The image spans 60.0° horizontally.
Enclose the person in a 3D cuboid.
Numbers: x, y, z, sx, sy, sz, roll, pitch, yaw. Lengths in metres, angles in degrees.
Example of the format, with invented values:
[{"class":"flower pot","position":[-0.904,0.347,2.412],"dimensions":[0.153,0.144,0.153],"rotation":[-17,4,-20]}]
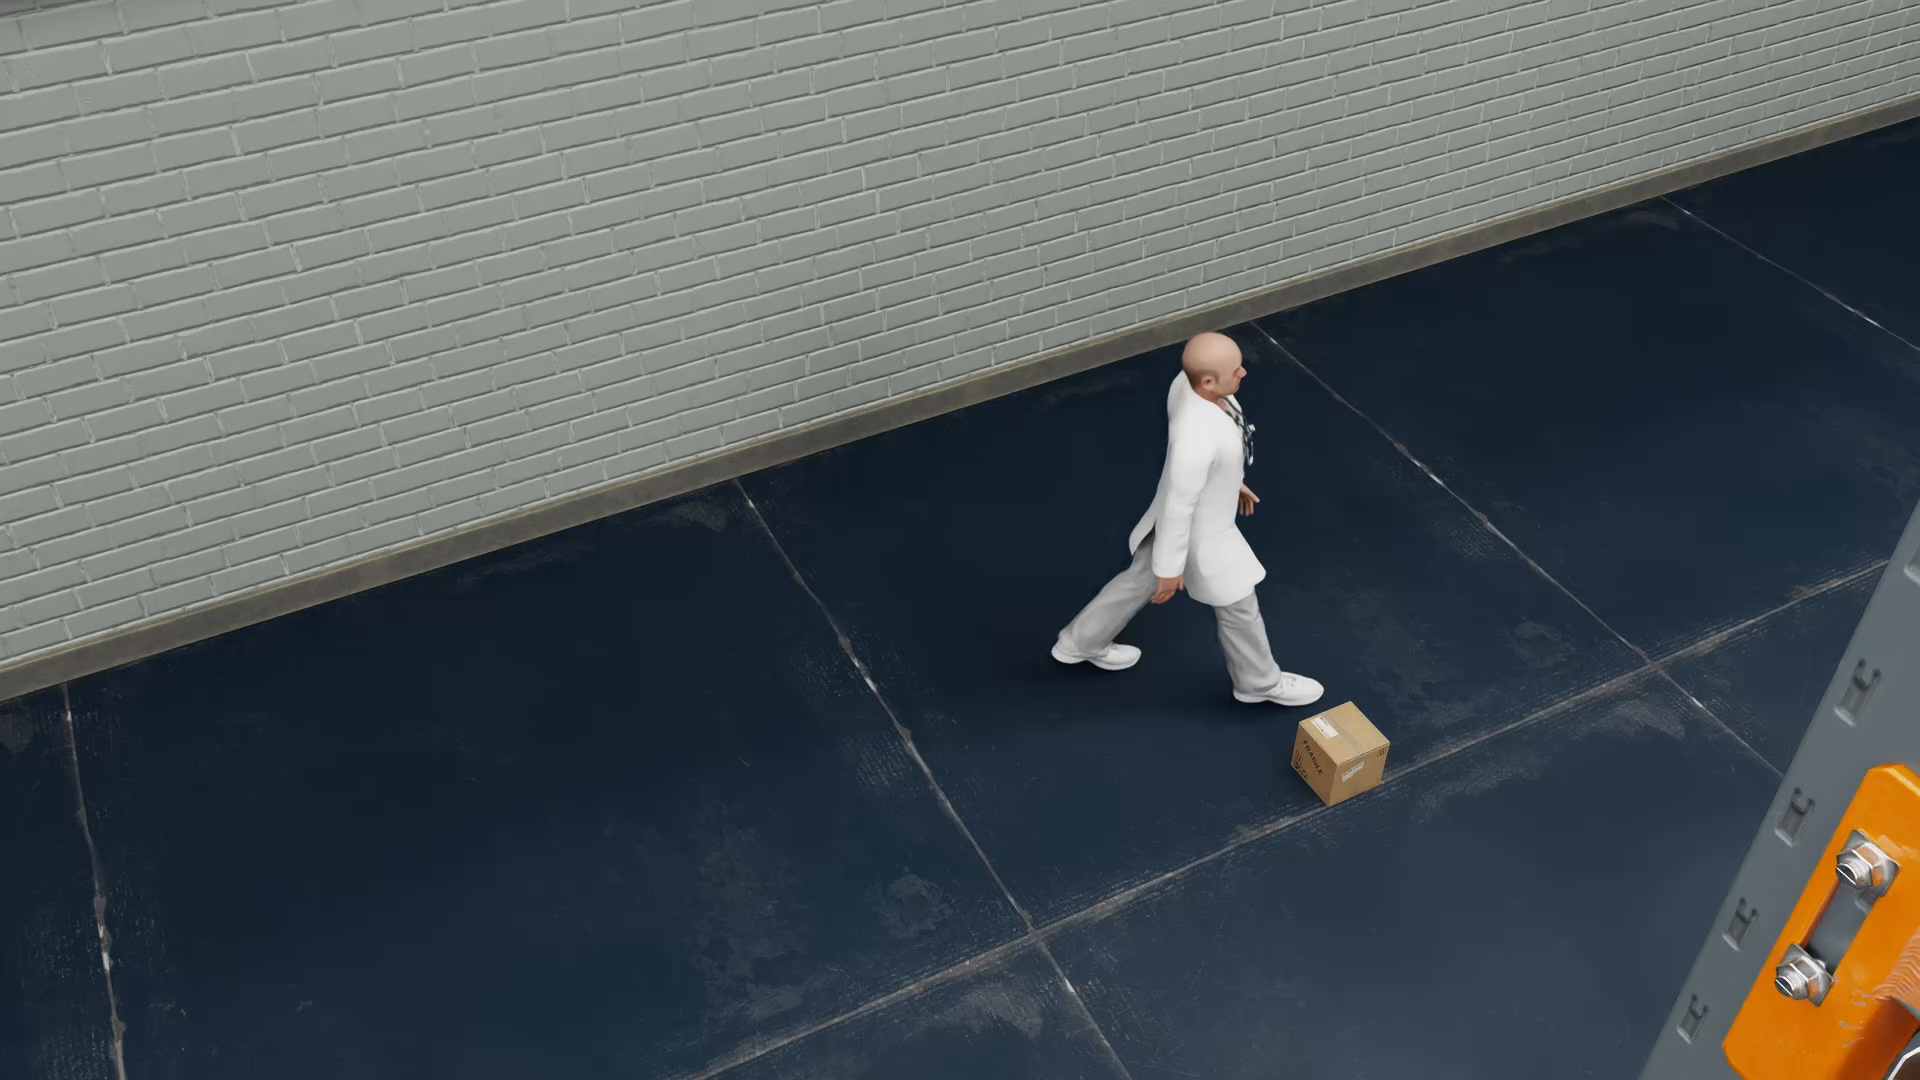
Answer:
[{"class":"person","position":[0.930,-0.059,6.387],"dimensions":[1.096,1.740,0.615],"rotation":[-1,41,-1]}]
